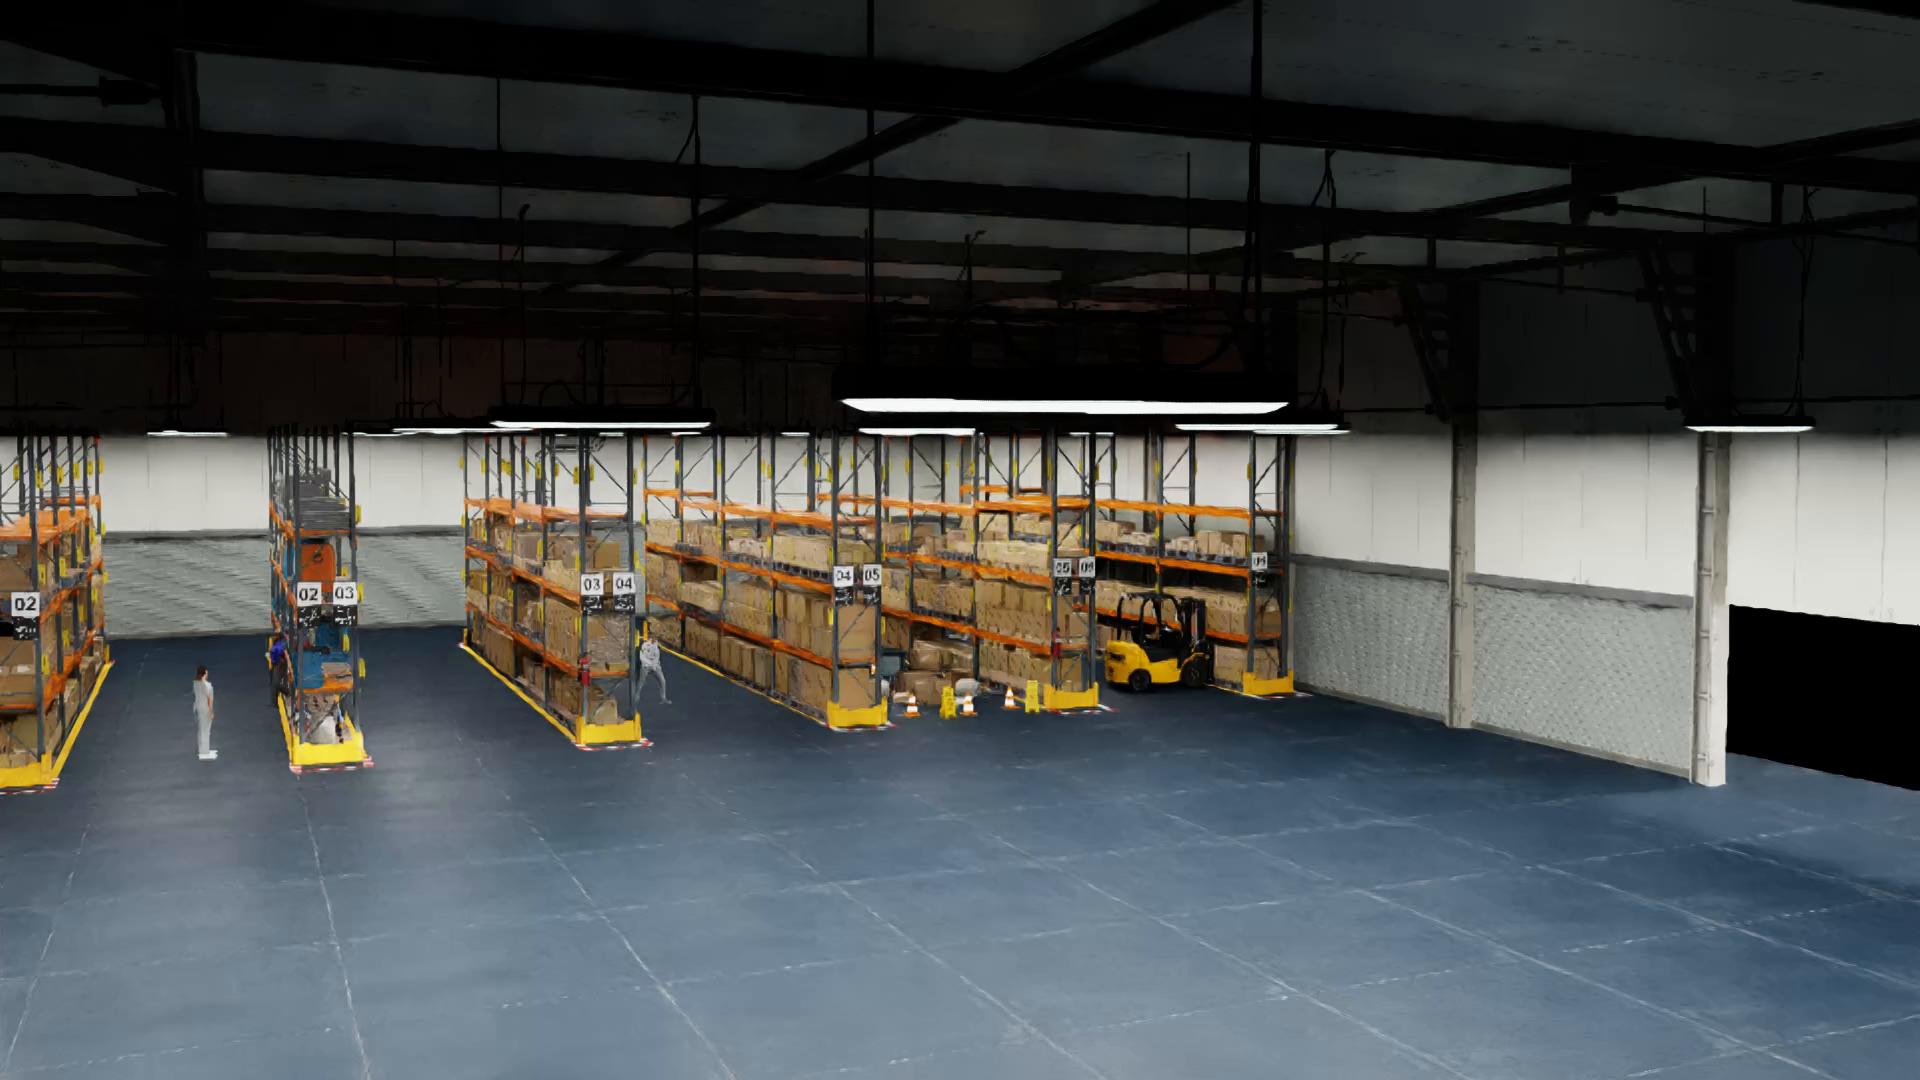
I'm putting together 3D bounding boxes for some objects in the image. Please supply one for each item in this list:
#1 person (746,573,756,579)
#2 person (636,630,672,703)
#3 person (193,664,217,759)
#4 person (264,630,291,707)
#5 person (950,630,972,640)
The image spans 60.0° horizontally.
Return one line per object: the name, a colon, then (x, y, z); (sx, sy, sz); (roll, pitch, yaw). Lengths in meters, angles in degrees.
person: (-6.544, 1.750, 52.053); (0.628, 1.599, 0.828); (-1, 4, -18)
person: (-6.677, 2.719, 35.858); (0.639, 1.610, 0.802); (-3, 5, -41)
person: (-13.489, 3.054, 29.742); (0.496, 1.675, 0.441); (2, 4, 35)
person: (-14.508, 2.743, 35.398); (0.518, 1.646, 0.589); (-3, 4, -37)
person: (0.027, 1.931, 47.327); (0.647, 1.765, 0.690); (0, 3, -3)
